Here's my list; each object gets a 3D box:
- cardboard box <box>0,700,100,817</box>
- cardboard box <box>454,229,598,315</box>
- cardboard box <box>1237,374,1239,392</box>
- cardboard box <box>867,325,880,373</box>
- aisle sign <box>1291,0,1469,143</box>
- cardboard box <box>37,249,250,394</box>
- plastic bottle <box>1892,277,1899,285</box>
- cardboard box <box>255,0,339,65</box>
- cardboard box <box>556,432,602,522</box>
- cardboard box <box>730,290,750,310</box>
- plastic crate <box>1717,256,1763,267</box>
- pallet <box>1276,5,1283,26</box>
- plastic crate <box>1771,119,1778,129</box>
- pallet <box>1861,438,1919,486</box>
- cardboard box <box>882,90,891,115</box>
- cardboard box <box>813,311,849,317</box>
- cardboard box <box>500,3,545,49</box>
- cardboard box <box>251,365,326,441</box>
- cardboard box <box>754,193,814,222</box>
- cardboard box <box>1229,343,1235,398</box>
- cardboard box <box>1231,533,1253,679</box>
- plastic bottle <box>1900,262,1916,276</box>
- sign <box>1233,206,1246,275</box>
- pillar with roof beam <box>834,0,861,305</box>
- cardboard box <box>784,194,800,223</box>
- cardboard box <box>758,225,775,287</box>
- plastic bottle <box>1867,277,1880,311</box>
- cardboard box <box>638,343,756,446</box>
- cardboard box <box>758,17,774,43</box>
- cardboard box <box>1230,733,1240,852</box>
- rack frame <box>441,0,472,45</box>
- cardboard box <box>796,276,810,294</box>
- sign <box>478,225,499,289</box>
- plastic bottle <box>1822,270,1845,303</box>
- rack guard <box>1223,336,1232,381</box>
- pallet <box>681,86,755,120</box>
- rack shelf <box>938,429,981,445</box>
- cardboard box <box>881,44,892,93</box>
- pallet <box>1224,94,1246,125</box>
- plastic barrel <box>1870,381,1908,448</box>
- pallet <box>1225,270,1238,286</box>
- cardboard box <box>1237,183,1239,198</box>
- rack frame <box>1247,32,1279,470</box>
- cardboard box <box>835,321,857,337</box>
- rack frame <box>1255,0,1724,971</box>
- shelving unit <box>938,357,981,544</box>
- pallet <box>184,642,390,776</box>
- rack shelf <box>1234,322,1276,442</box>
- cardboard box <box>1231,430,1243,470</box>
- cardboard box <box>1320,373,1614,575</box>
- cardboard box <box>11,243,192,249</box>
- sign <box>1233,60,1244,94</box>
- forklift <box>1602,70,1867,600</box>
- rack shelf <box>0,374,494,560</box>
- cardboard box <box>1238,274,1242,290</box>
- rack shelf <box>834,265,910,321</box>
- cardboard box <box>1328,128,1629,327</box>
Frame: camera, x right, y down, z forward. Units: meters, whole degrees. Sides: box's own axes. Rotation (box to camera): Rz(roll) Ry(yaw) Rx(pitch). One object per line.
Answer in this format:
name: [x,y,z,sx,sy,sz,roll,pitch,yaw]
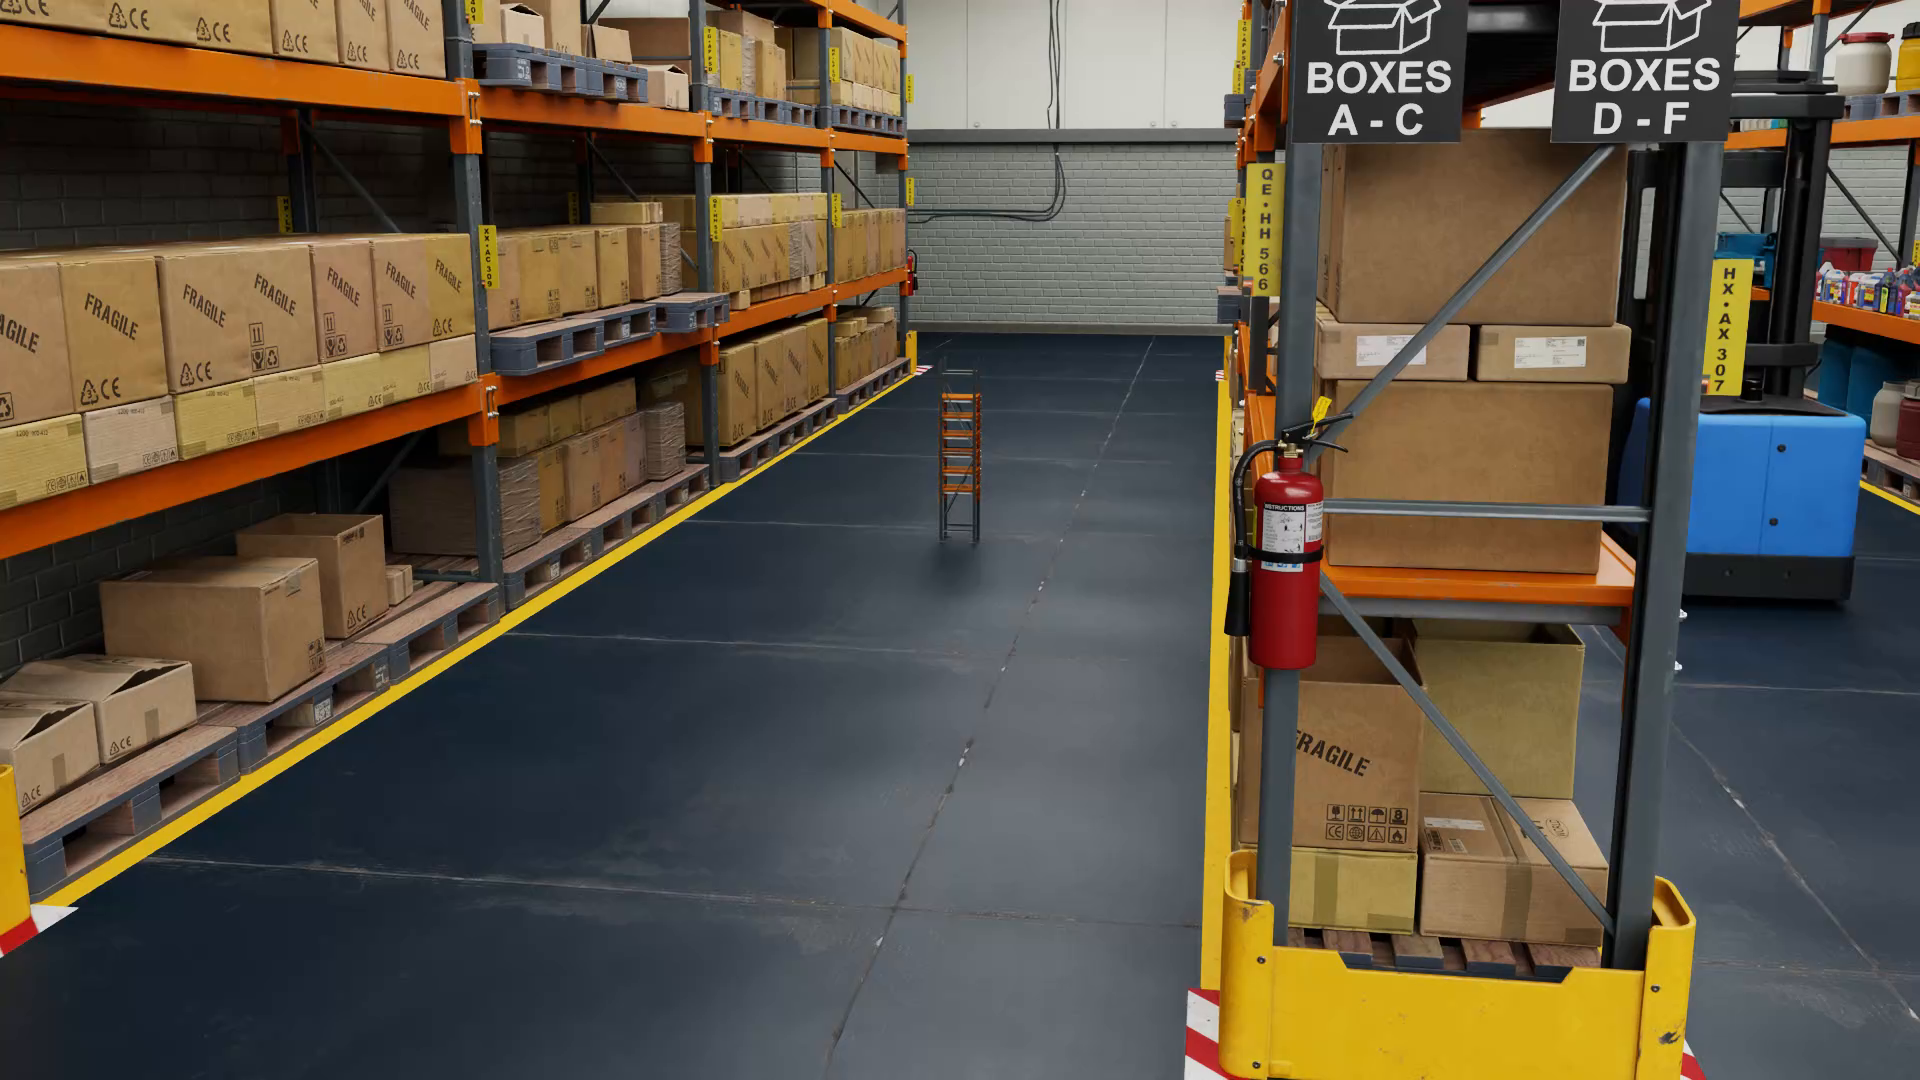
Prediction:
cardboard box: [-3.406,0.730,5.824,0.500,0.311,0.500,0,12,2]
cardboard box: [-2.710,-1.684,10.405,0.700,0.500,0.500,4,13,16]
cardboard box: [2.441,-1.308,13.050,0.500,0.250,0.500,2,12,11]
cardboard box: [-1.303,-2.184,18.946,0.700,0.500,0.500,1,12,7]
aisle sign: [0.994,-1.335,3.898,0.394,0.787,0.004,2,12,9]
cardboard box: [-3.059,-0.831,6.257,0.500,0.500,0.500,1,12,7]
plastic bottle: [7.344,-1.916,13.040,0.061,0.283,0.133,2,12,9]
cardboard box: [-2.957,-2.251,6.915,0.500,0.500,0.500,1,12,6]
cardboard box: [-2.741,-0.422,10.720,0.700,0.500,0.500,2,12,9]
cardboard box: [-1.919,-1.946,13.453,0.380,0.149,0.250,2,12,10]
plastic crate: [8.037,-2.808,17.158,0.416,0.233,0.300,2,12,9]
pallet: [1.614,-1.893,5.746,1.003,0.211,1.213,2,12,9]
plastic crate: [7.858,-3.990,15.663,0.416,0.233,0.300,2,12,9]
pallet: [7.689,-0.628,13.407,1.003,0.211,1.213,2,12,9]
cardboard box: [-1.070,-4.937,18.782,0.500,0.250,0.500,1,12,7]
cardboard box: [-1.482,-2.532,19.021,0.380,0.149,0.250,2,12,9]
cardboard box: [-2.728,-2.928,9.556,0.500,0.311,0.500,2,12,10]
cardboard box: [-2.982,-0.576,6.853,0.500,0.250,0.500,2,12,9]
cardboard box: [-1.663,-3.085,15.419,0.500,0.250,0.500,2,12,10]
cardboard box: [2.947,-1.687,16.592,0.500,0.500,0.500,2,12,9]
cardboard box: [1.300,0.270,6.371,0.500,0.500,0.500,2,12,9]
plastic bottle: [8.073,-2.184,14.124,0.144,0.351,0.185,2,12,9]
sign: [1.372,-1.444,8.014,0.100,0.325,0.005,2,12,9]
pillar with roof beam: [2.674,-6.942,21.846,9.100,9.000,0.400,2,12,9]
cardboard box: [-1.741,-2.979,14.926,0.500,0.250,0.500,2,12,10]
cardboard box: [-1.876,-2.402,14.030,0.500,0.500,0.500,2,12,8]
plastic bottle: [7.348,-1.974,13.338,0.097,0.271,0.097,0,12,0]
cardboard box: [-2.128,-1.197,13.533,0.750,0.750,0.750,2,12,8]
cardboard box: [-2.020,-4.644,15.241,0.500,0.250,0.500,3,12,13]
cardboard box: [1.150,0.845,5.484,0.500,0.250,0.500,2,12,9]
rack frame: [-2.986,-3.994,8.164,1.000,3.000,0.127,2,12,9]
cardboard box: [-1.610,-2.371,15.424,0.380,0.149,0.250,2,12,9]
sign: [-2.449,-1.468,8.631,0.100,0.325,0.005,2,12,9]
plastic bottle: [7.530,-2.184,14.304,0.152,0.276,0.135,2,12,9]
rack guard: [3.743,-2.161,19.836,1.175,0.500,0.348,2,12,9]
pallet: [-2.324,-3.403,12.994,1.213,0.211,1.003,2,12,11]
rack shelf: [-0.002,-0.657,10.837,0.258,0.103,0.180,2,12,9]
cardboard box: [-1.071,-5.308,18.724,0.500,0.500,0.500,2,12,10]
pallet: [2.814,-3.592,13.865,1.213,0.211,1.003,2,12,9]
plastic barrel: [7.649,-1.020,13.513,0.421,0.512,0.421,0,12,0]
pallet: [2.909,-2.310,15.047,1.003,0.211,1.213,2,12,9]
cardboard box: [3.038,-3.325,16.689,0.500,0.500,0.500,2,12,8]
rack frame: [1.909,-0.901,8.055,1.000,3.000,0.127,2,12,9]
cardboard box: [-1.306,-2.244,17.685,0.380,0.149,0.250,2,12,11]
rack frame: [1.294,-0.069,4.191,1.000,3.000,0.127,2,12,9]
shelving unit: [-0.002,-0.584,10.853,0.258,1.200,0.189,2,12,9]
pallet: [-3.239,0.698,7.254,1.003,0.211,1.213,2,12,9]
rack shelf: [2.217,-0.966,10.063,1.077,0.370,4.000,2,12,9]
cardboard box: [2.001,-0.554,10.642,0.500,0.311,0.500,2,12,7]
cardboard box: [1.379,-0.214,4.630,0.700,0.500,0.500,2,12,9]
cardboard box: [-3.499,-0.953,6.826,0.500,0.500,0.500,2,12,9]
sign: [2.602,-4.302,15.486,0.100,0.325,0.005,2,12,9]
forklift: [4.599,-1.360,10.347,1.130,2.935,3.031,2,12,8]
rack shelf: [-3.293,-0.293,6.940,1.077,0.370,4.000,2,12,9]
cardboard box: [2.510,-2.123,12.489,0.700,0.500,0.500,-2,12,-10]
rack shelf: [-1.448,-2.791,18.531,1.077,0.370,4.000,2,12,9]
cardboard box: [1.387,-0.859,4.544,0.700,0.500,0.500,2,12,9]
